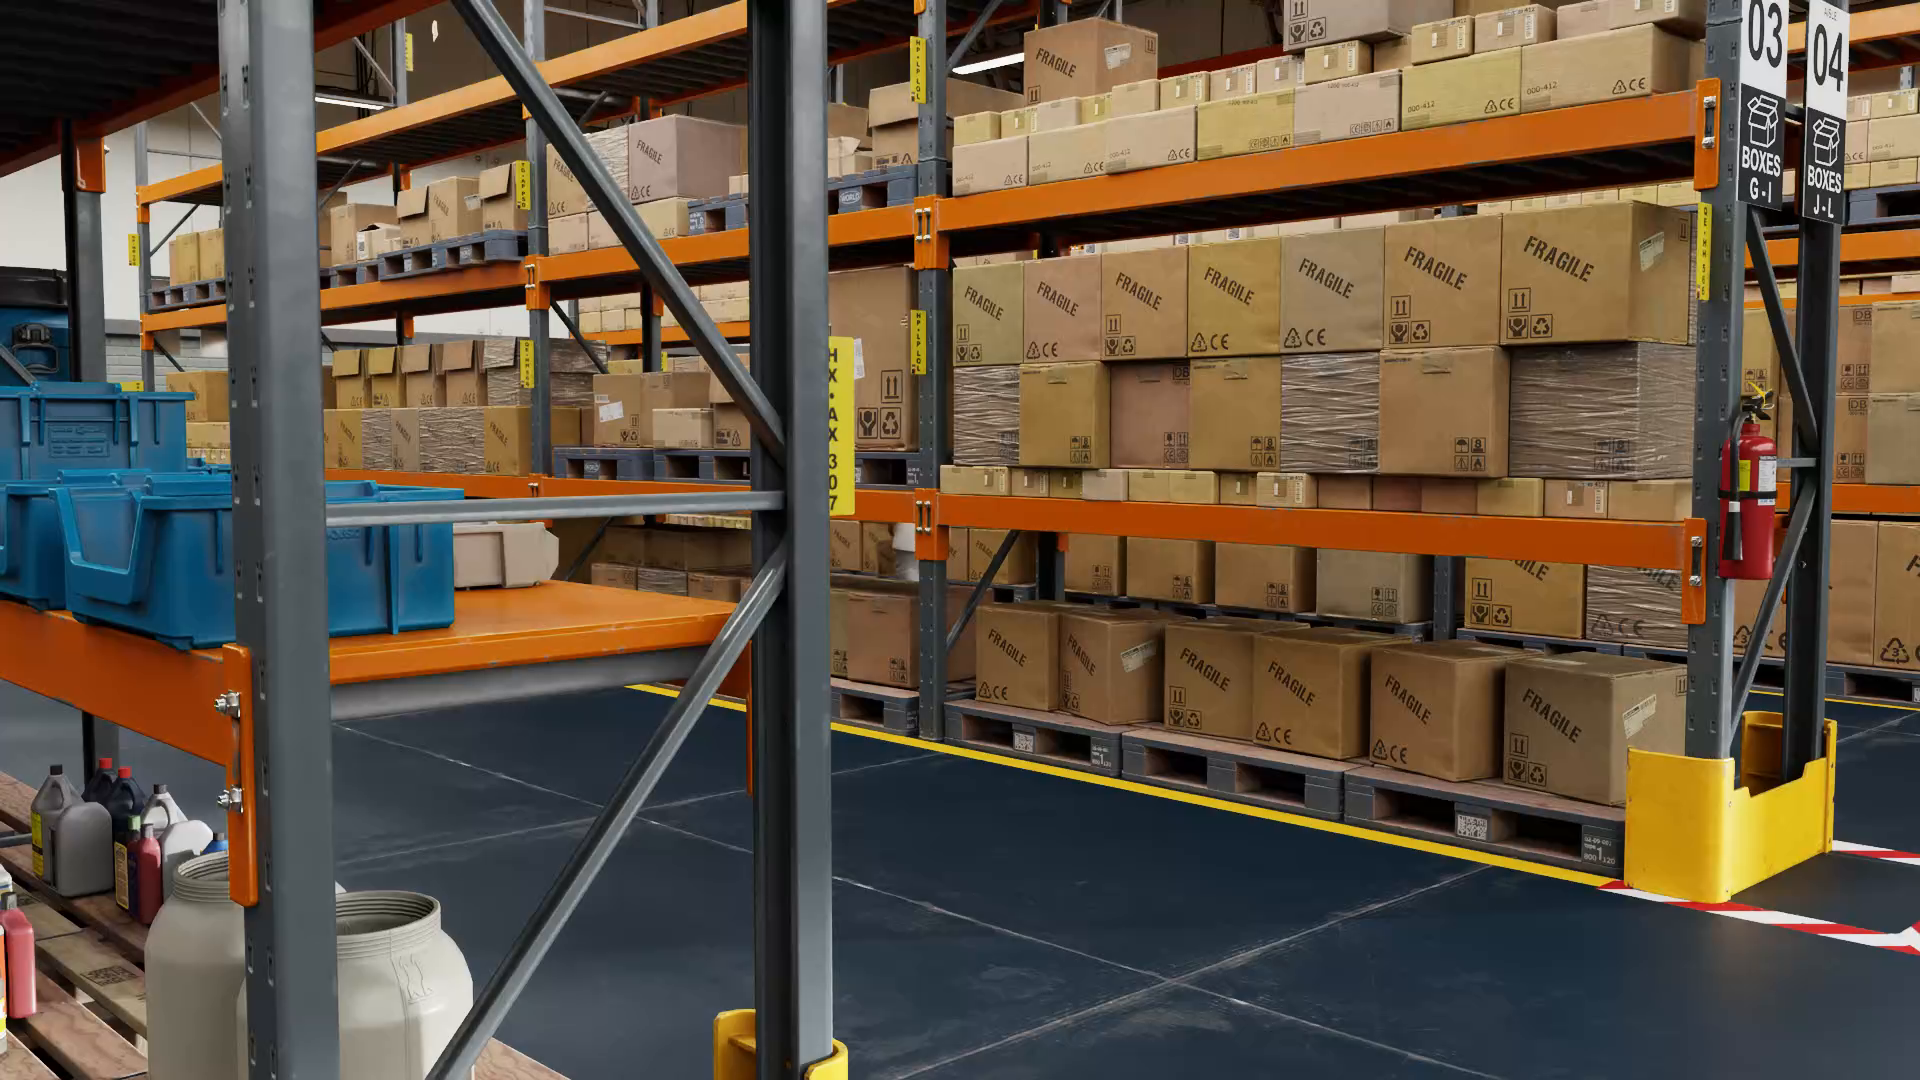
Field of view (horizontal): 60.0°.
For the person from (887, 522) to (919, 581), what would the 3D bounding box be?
[{"bbox_3d":[-0.329,-0.148,13.432,0.424,1.778,0.589,4,5,44],"label":"person"}]
